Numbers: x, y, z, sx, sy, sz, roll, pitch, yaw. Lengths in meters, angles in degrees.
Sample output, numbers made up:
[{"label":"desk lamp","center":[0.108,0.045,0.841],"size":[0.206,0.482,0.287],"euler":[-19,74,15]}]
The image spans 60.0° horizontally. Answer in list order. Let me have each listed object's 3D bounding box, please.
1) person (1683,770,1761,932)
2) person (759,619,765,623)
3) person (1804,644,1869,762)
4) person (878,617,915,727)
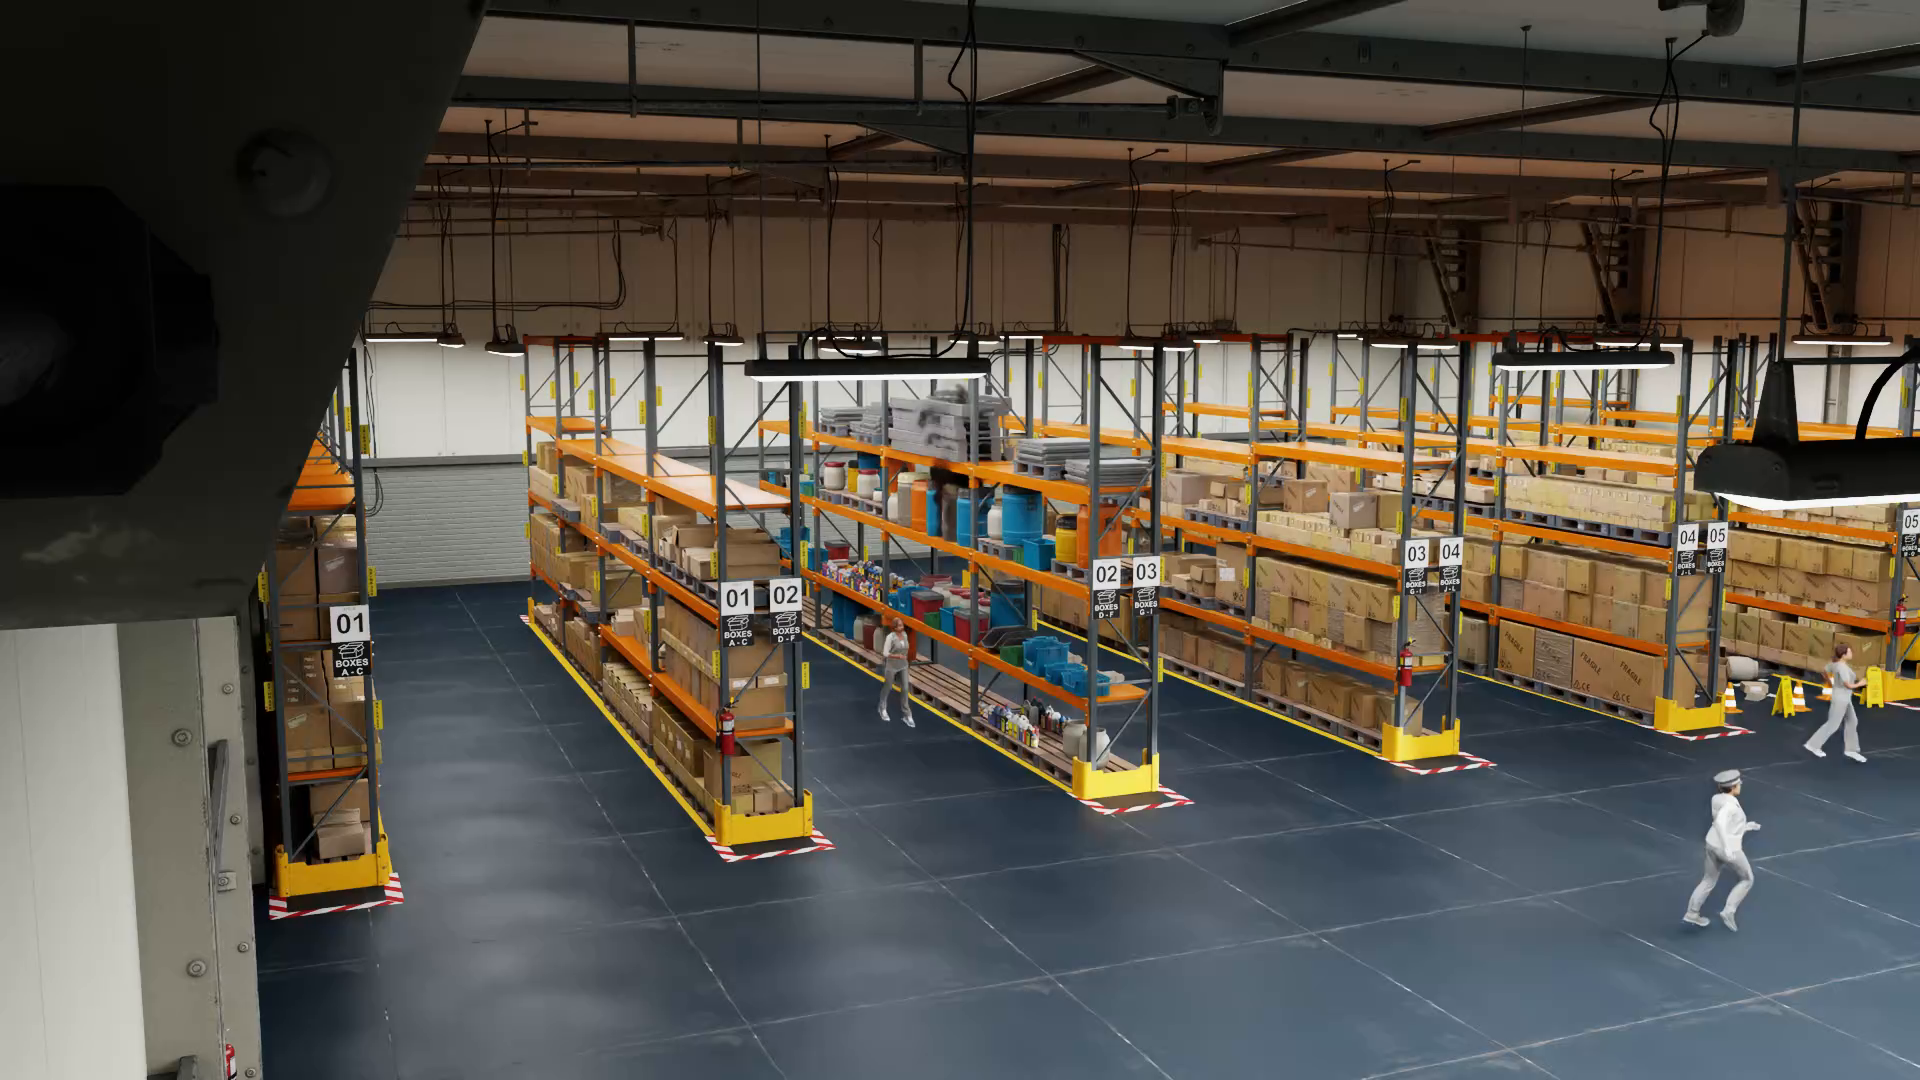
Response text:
[{"label":"person","center":[7.930,3.221,17.220],"size":[0.771,1.714,0.572],"euler":[-1,8,-7]},{"label":"person","center":[-3.712,1.509,30.027],"size":[0.562,1.682,0.867],"euler":[-5,9,-34]},{"label":"person","center":[12.605,2.325,23.843],"size":[0.822,1.702,0.543],"euler":[3,8,22]},{"label":"person","center":[-0.960,1.936,24.834],"size":[0.505,1.611,0.796],"euler":[-5,9,-34]}]
